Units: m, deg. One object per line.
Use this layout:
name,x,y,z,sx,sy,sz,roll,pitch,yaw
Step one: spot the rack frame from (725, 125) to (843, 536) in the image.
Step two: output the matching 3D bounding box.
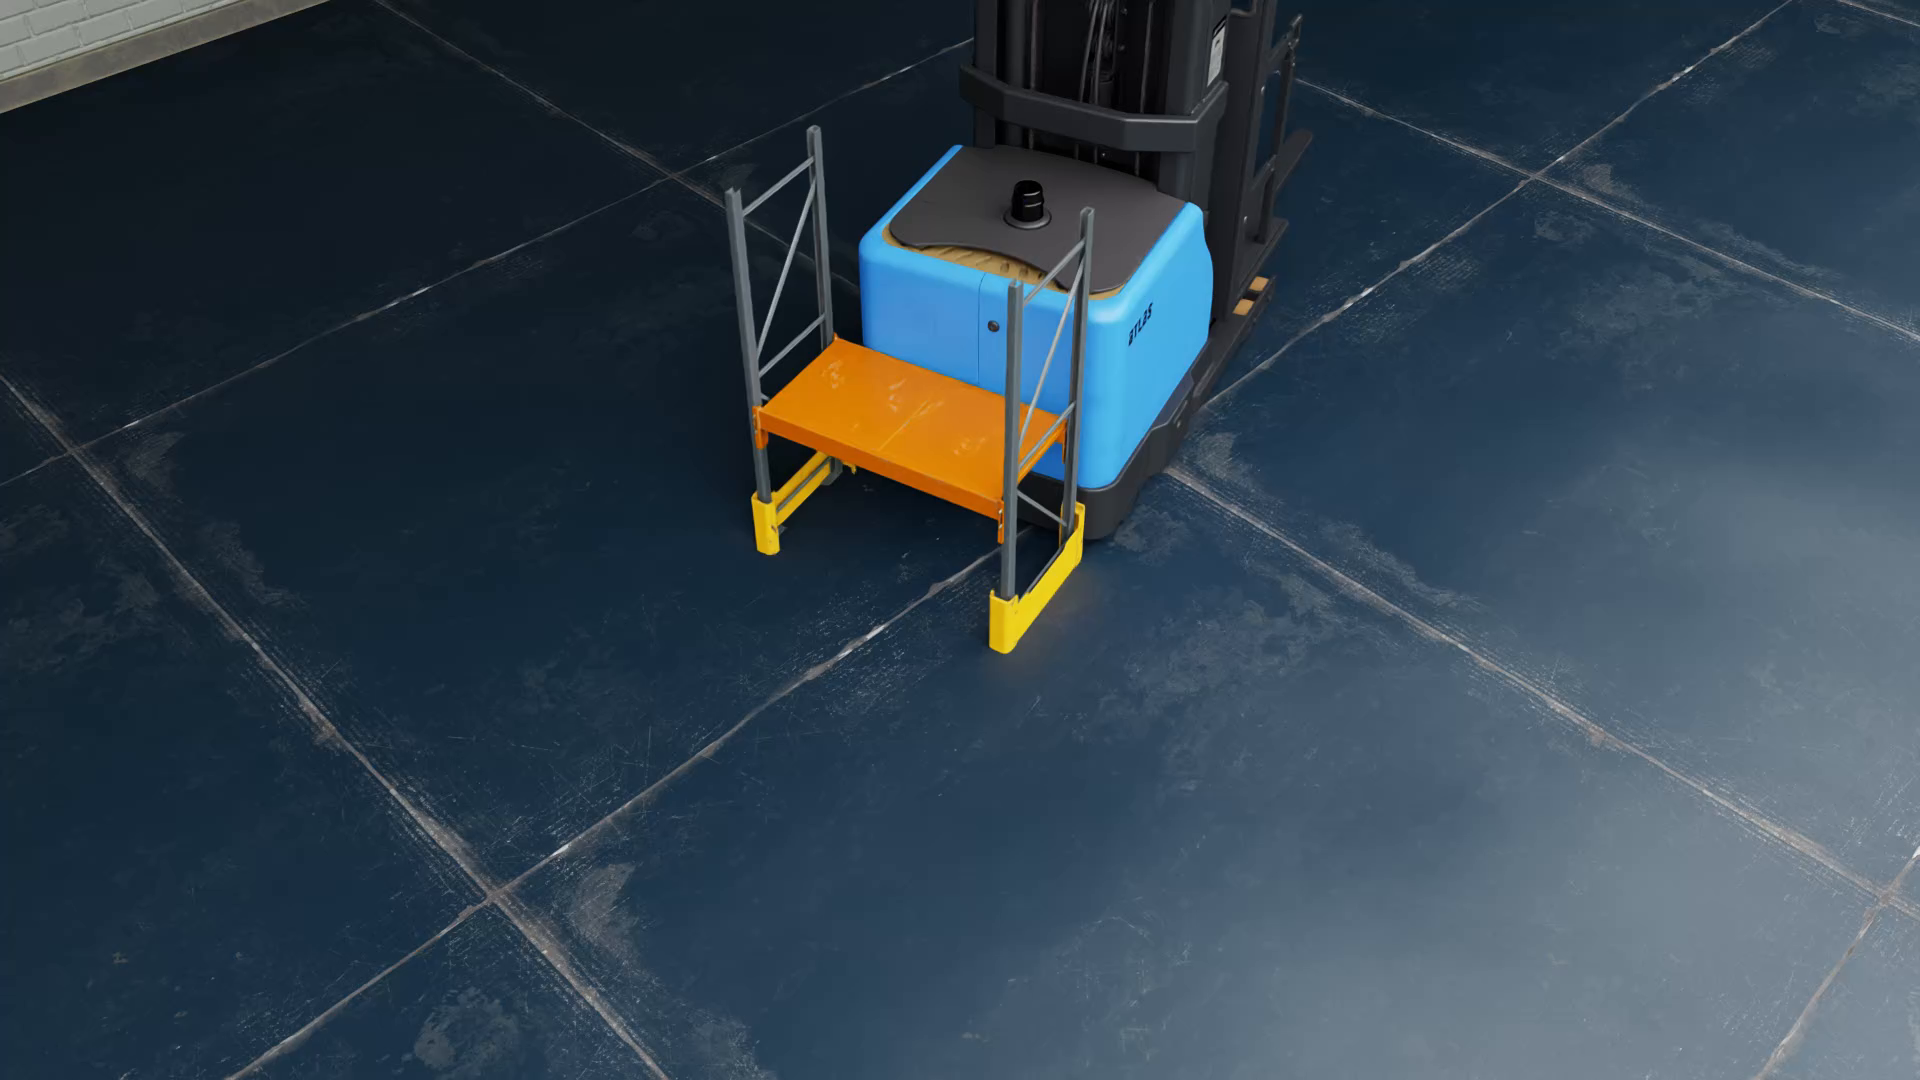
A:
rack frame,-0.601,-0.680,5.881,0.032,1.500,0.500,22,47,22

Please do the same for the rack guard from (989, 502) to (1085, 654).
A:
rack guard,0.277,0.126,5.930,0.087,0.250,0.587,22,47,22

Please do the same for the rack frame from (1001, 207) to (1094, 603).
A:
rack frame,0.278,-0.333,5.505,0.032,1.500,0.500,22,47,22

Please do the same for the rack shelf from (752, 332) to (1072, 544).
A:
rack shelf,-0.162,-0.374,5.815,1.000,0.185,0.538,22,47,22

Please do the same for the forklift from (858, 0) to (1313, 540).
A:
forklift,0.735,-2.077,6.338,1.130,2.935,3.031,19,46,19

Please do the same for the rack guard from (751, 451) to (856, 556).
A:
rack guard,-0.584,-0.214,6.298,0.087,0.250,0.587,22,47,22

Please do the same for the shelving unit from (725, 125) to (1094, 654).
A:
shelving unit,-0.154,-0.503,5.689,1.083,1.500,0.587,22,47,22
